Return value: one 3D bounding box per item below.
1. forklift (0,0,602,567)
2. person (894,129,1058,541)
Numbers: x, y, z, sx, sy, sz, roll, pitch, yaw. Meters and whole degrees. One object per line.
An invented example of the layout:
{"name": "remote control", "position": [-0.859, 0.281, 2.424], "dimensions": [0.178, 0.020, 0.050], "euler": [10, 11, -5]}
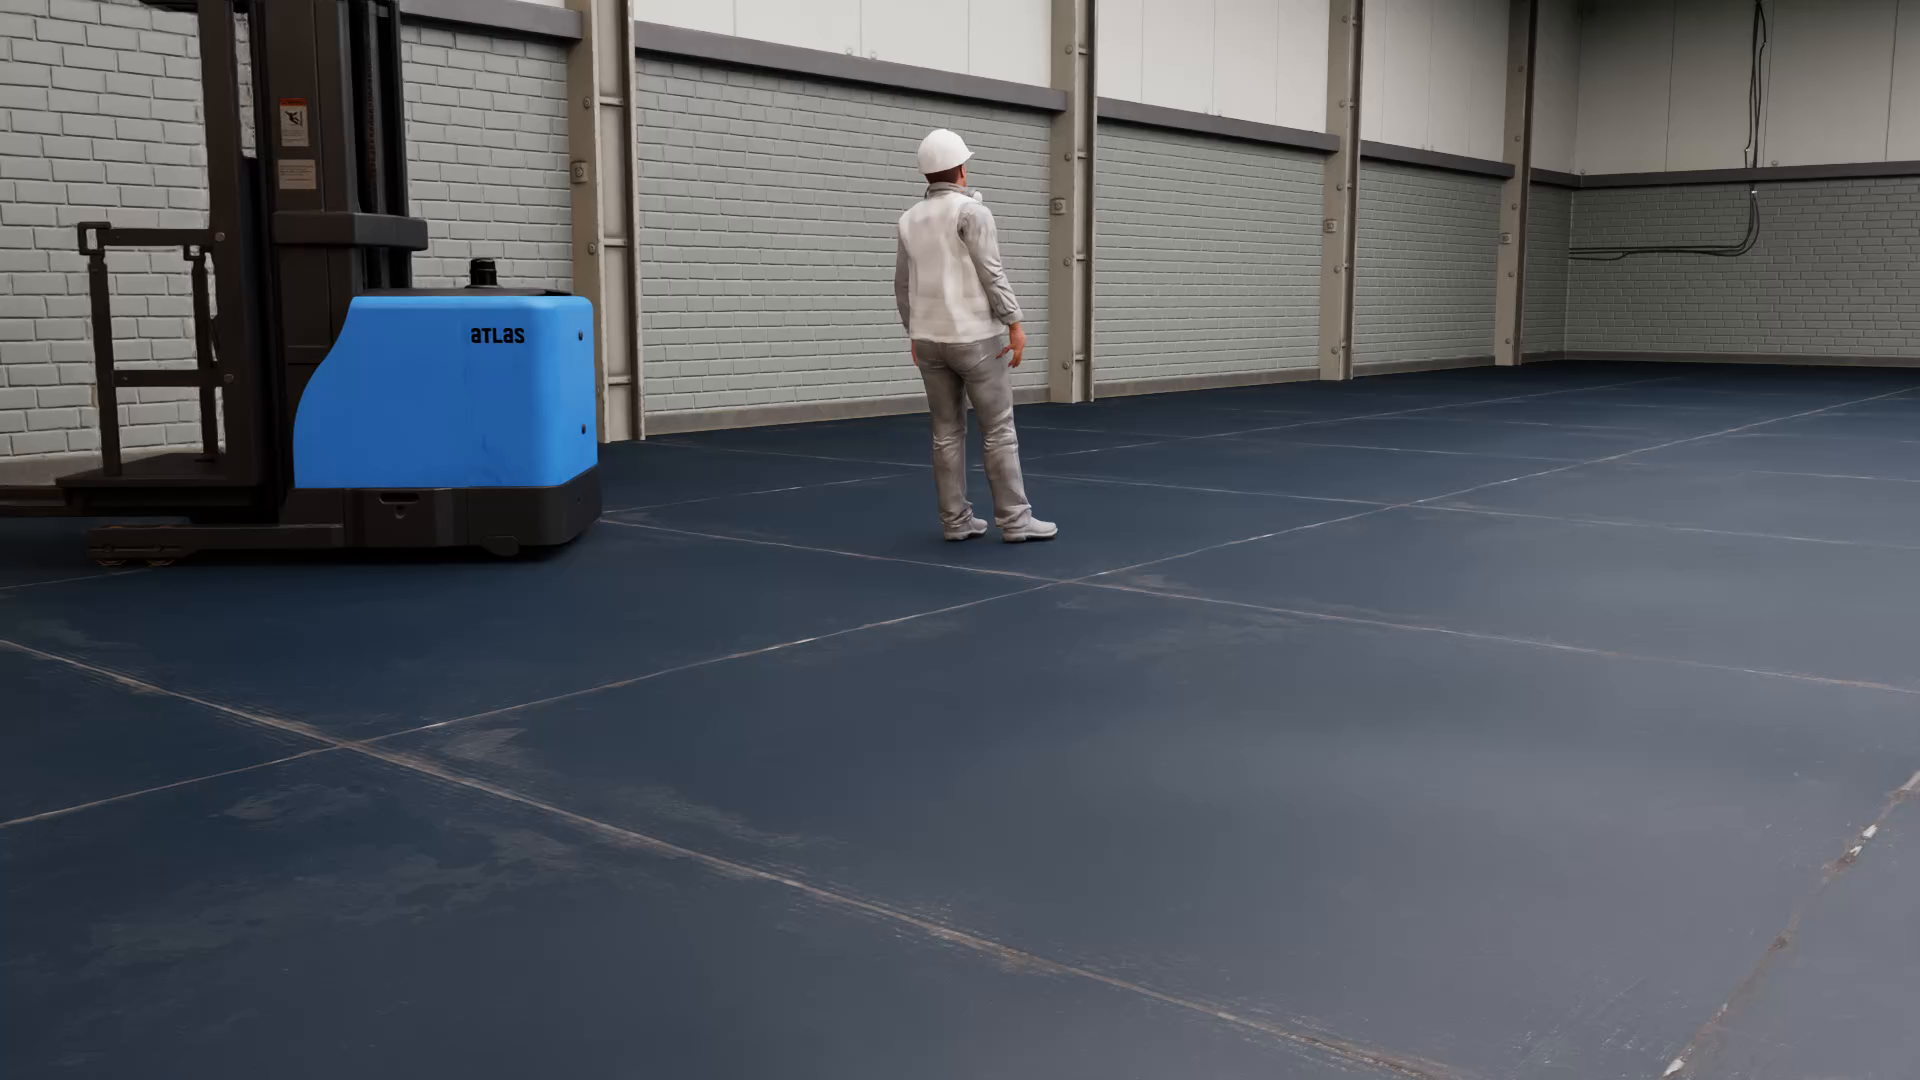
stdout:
{"name": "forklift", "position": [-3.148, -1.421, 6.995], "dimensions": [3.031, 2.935, 1.130], "euler": [0, 8, -3]}
{"name": "person", "position": [0.045, -0.892, 7.320], "dimensions": [0.634, 1.775, 0.566], "euler": [7, 11, 38]}
